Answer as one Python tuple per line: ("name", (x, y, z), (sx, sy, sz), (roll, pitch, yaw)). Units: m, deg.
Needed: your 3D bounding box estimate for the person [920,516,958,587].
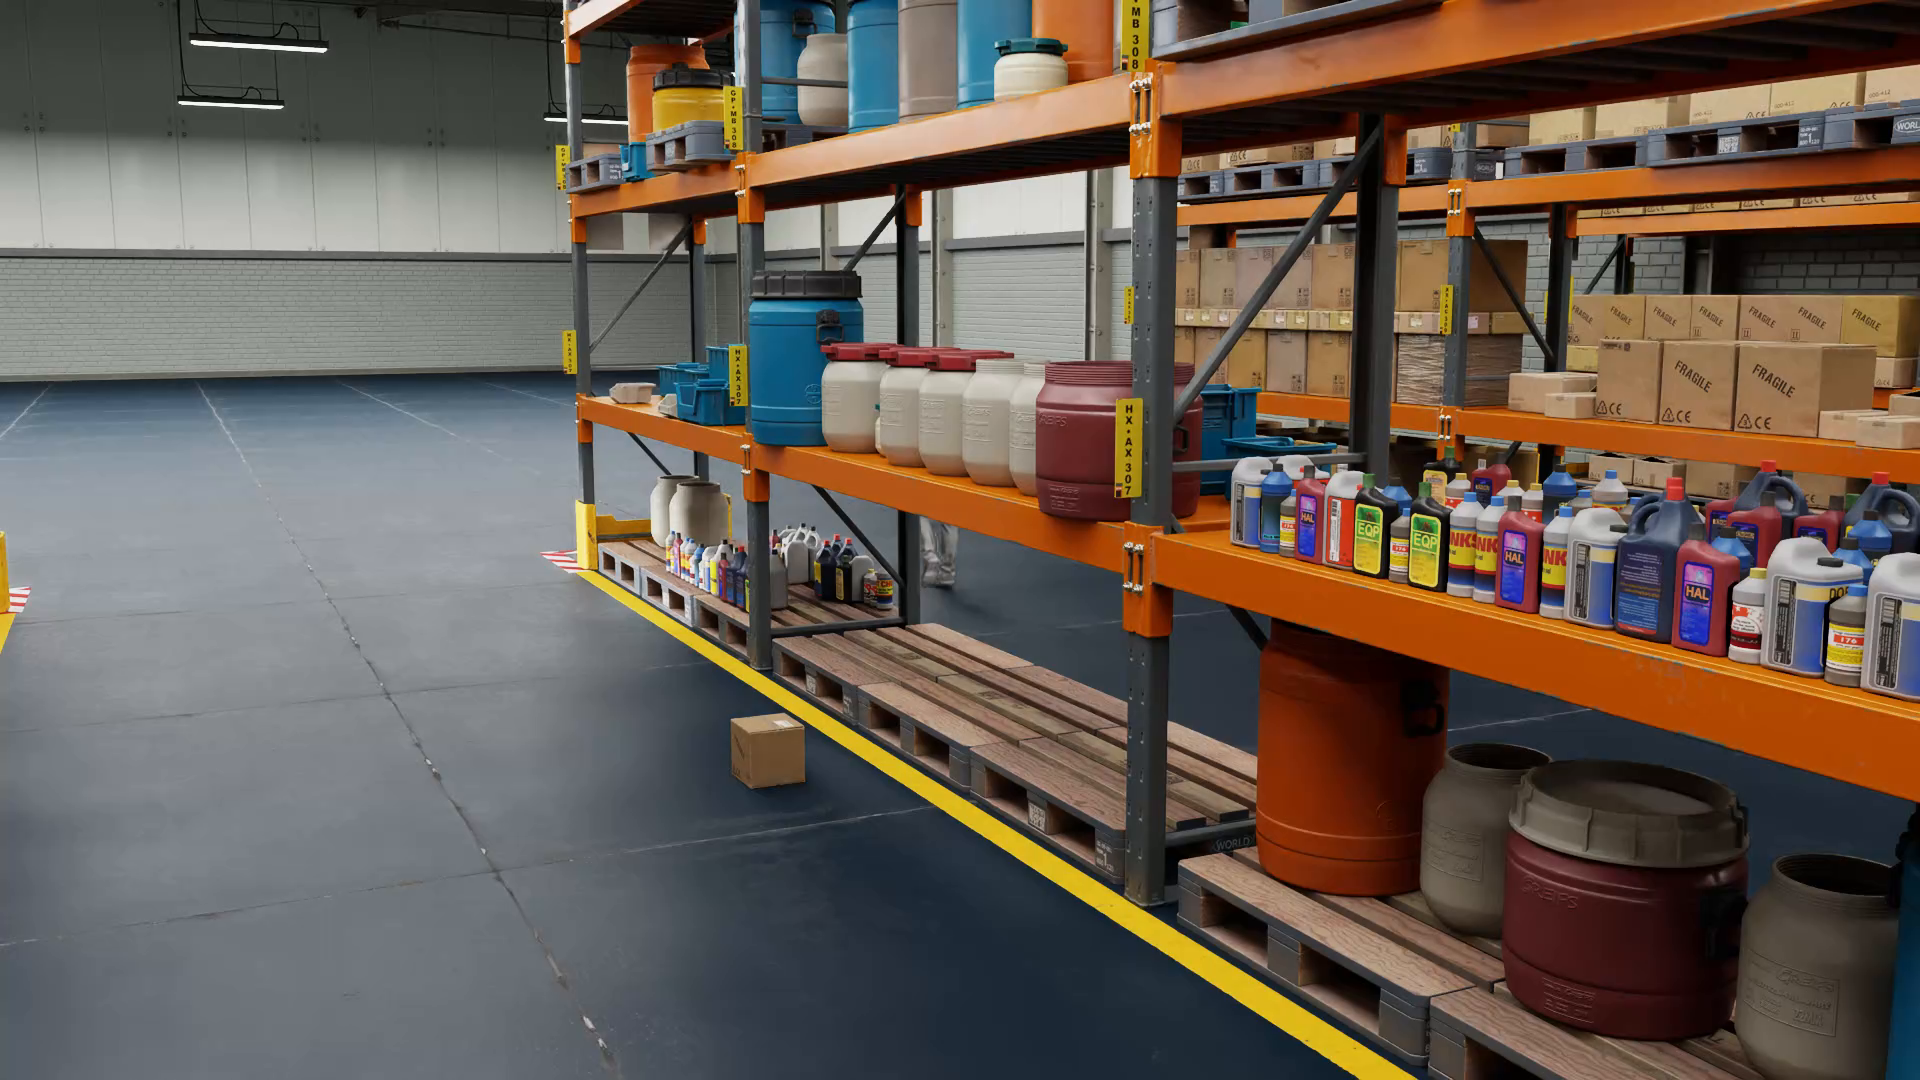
("person", (-0.140, -0.515, 11.784), (0.479, 1.699, 0.430), (-3, 9, -22))
